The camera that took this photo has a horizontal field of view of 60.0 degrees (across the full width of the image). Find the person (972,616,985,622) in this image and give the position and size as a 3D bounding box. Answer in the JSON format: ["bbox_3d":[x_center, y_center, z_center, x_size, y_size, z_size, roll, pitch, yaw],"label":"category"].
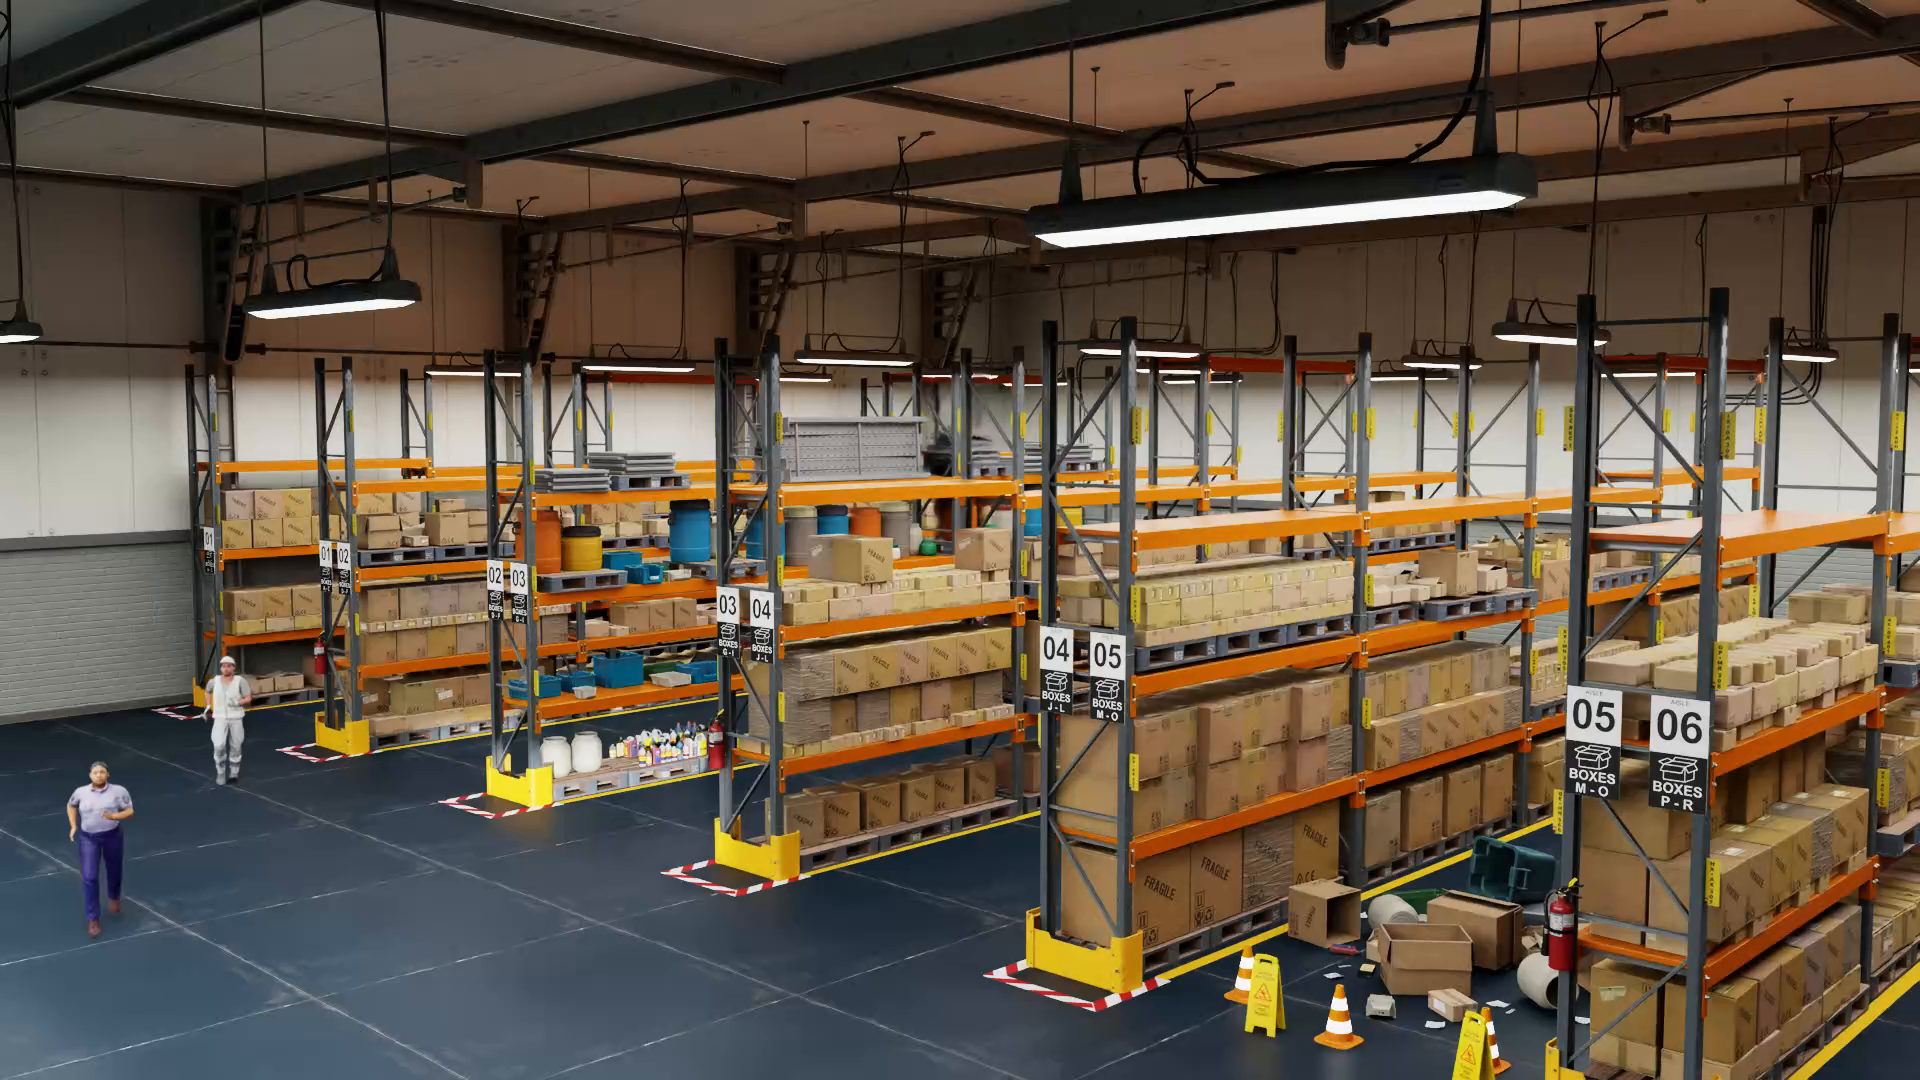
[{"bbox_3d":[0.150,1.780,32.304,0.581,1.578,0.495,3,5,36],"label":"person"}]

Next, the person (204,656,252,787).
[{"bbox_3d":[-10.152,2.506,23.066,0.633,1.798,0.711,-2,5,-19],"label":"person"}]

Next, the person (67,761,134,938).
[{"bbox_3d":[-8.621,3.061,16.703,0.594,1.649,0.877,-2,5,-28],"label":"person"}]
